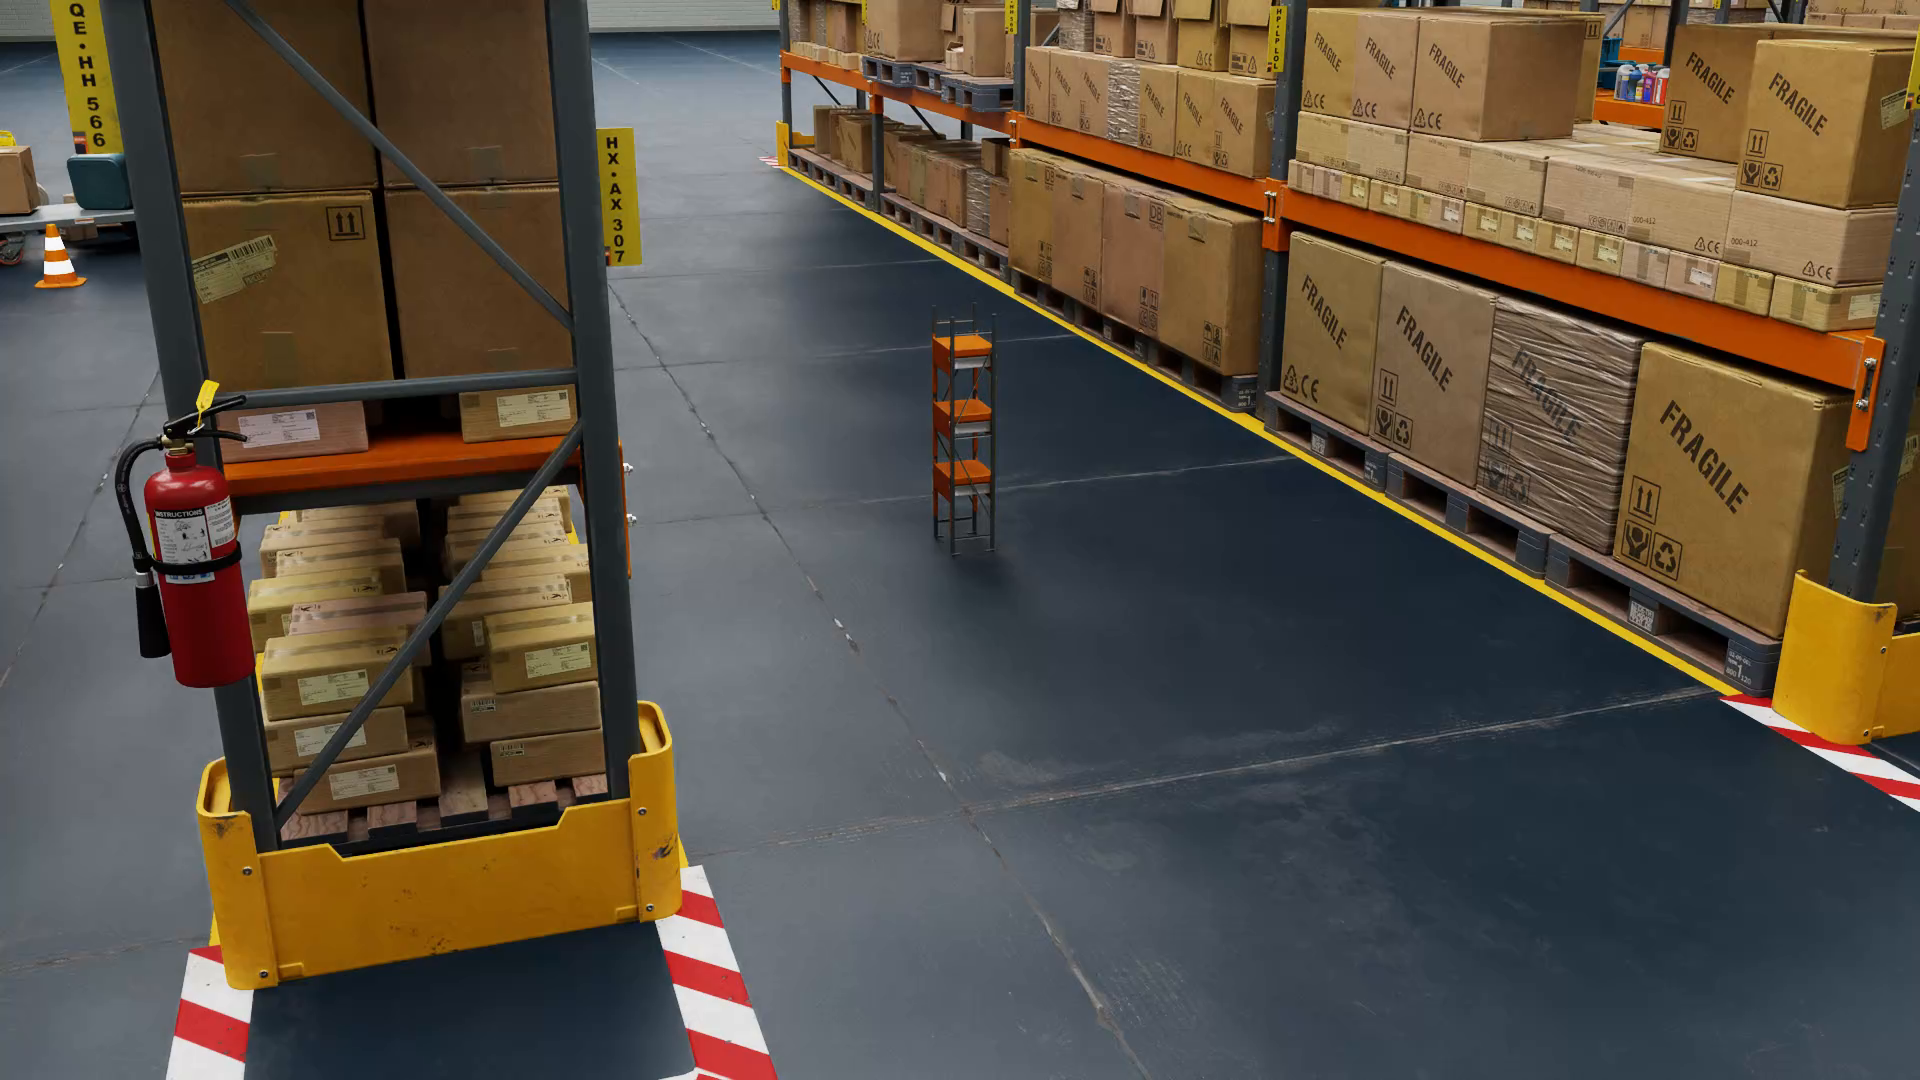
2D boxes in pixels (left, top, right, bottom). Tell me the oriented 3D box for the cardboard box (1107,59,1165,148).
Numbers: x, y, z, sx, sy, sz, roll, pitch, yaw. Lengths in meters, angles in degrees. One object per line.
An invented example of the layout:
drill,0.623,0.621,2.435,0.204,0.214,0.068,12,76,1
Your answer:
cardboard box,1.268,-2.787,10.591,0.500,0.500,0.500,-6,21,-17

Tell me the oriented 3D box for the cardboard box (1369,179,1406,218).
cardboard box,2.174,-1.630,7.889,0.380,0.149,0.250,-7,21,-19

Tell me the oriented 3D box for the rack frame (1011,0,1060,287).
rack frame,0.890,-3.415,12.487,1.000,3.000,0.127,-6,21,-17

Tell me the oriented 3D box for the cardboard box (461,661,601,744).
cardboard box,-1.257,0.455,4.867,0.380,0.149,0.250,-5,20,-15

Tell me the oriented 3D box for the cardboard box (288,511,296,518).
cardboard box,-2.343,-0.071,6.333,0.380,0.149,0.250,-7,21,-18

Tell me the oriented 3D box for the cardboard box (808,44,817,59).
cardboard box,-1.467,-5.424,18.452,0.380,0.149,0.250,-6,21,-17

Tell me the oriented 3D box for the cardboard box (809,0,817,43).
cardboard box,-1.207,-5.842,18.657,0.875,0.500,0.500,-6,21,-17

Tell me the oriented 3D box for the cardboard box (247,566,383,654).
cardboard box,-1.970,0.211,5.106,0.380,0.149,0.250,-7,21,-18

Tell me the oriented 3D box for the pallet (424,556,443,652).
pallet,-1.962,0.279,6.326,1.003,0.211,1.213,-6,21,-17

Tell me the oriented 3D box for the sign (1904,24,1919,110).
sign,2.884,-1.451,4.956,0.100,0.325,0.005,-6,21,-17

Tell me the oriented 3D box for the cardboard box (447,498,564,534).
cardboard box,-1.572,-0.024,5.763,0.380,0.149,0.250,-6,20,-15

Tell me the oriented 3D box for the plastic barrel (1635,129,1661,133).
plastic barrel,5.761,-2.962,13.816,0.600,0.830,0.708,-6,21,-17

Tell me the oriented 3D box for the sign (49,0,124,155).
sign,-1.870,-0.994,3.567,0.100,0.325,0.005,-6,21,-17

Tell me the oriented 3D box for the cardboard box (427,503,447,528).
cardboard box,-1.802,-0.047,6.266,0.380,0.149,0.250,-5,20,-15

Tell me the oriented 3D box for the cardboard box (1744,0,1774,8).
cardboard box,9.137,-6.209,19.159,0.380,0.149,0.250,-6,21,-17

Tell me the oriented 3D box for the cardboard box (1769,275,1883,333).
cardboard box,2.979,-0.809,5.603,0.380,0.149,0.250,-6,21,-16

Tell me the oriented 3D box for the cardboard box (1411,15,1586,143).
cardboard box,2.370,-2.048,7.352,0.500,0.500,0.500,-7,21,-19

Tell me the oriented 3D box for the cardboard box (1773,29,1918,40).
cardboard box,3.352,-1.613,6.143,0.500,0.500,0.500,-7,21,-19

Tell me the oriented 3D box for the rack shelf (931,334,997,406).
rack shelf,0.017,-0.734,7.099,0.215,0.259,0.240,-6,21,-17

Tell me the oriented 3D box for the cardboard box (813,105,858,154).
cardboard box,-1.445,-4.801,19.423,0.500,0.500,0.500,-3,20,-7

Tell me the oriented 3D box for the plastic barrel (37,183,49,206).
plastic barrel,-8.946,-3.215,15.741,0.512,0.421,0.421,8,21,20

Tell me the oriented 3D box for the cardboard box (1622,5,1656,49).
cardboard box,8.566,-6.269,20.284,0.700,0.500,0.500,-6,21,-16

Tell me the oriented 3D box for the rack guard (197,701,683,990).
rack guard,-1.360,0.799,4.453,1.175,0.500,0.348,-6,21,-17

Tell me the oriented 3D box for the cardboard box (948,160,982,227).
cardboard box,0.289,-3.016,14.424,0.700,0.500,0.500,-5,20,-13

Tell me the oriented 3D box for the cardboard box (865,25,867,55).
cardboard box,-0.450,-5.037,16.414,0.875,0.500,0.500,-6,21,-17

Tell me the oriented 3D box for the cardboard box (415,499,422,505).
cardboard box,-2.255,-0.219,6.306,0.380,0.149,0.250,-7,21,-19

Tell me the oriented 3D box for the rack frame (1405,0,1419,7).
rack frame,4.334,-5.225,17.526,1.000,3.000,0.127,-6,21,-17

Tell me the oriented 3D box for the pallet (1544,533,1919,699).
pallet,3.078,0.216,6.502,1.003,0.211,1.213,-6,21,-17

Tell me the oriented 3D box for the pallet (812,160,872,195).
pallet,-1.000,-3.990,18.214,1.003,0.211,1.213,-6,21,-17

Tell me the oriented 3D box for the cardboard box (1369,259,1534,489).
cardboard box,2.561,-0.820,7.784,0.875,0.875,0.875,-6,21,-17

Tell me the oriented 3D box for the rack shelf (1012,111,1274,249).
rack shelf,1.518,-2.435,10.822,1.077,0.370,4.000,-6,21,-17

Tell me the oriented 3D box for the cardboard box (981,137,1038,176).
cardboard box,0.474,-3.180,13.769,0.500,0.250,0.500,-4,20,-11

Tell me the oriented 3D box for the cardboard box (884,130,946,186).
cardboard box,-0.455,-3.853,16.782,0.500,0.500,0.500,-7,21,-19

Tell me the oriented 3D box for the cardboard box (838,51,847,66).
cardboard box,-1.060,-5.025,17.340,0.380,0.149,0.250,-6,21,-17

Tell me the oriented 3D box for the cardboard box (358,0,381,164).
cardboard box,-1.390,-1.344,4.655,0.500,0.500,0.500,-6,21,-16

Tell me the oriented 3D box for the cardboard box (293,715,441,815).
cardboard box,-1.700,0.644,4.782,0.380,0.149,0.250,-6,21,-16

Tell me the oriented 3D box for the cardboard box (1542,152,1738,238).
cardboard box,2.681,-1.371,6.577,0.500,0.250,0.500,-7,21,-19

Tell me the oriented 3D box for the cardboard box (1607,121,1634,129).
cardboard box,8.366,-5.100,20.623,0.500,0.250,0.500,-6,21,-17

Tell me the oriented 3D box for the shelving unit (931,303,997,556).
shelving unit,0.017,-0.477,7.191,0.215,1.050,0.252,-6,21,-17

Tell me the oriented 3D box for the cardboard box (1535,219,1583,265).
cardboard box,2.575,-1.220,6.746,0.380,0.149,0.250,-6,21,-17

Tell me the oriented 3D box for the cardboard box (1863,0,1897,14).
cardboard box,12.649,-7.342,22.502,0.500,0.500,0.500,-7,21,-19

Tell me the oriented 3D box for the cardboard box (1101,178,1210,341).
cardboard box,1.645,-1.819,10.566,1.225,0.875,0.875,-7,21,-19

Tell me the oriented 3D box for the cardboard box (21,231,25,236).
cardboard box,-8.821,-2.959,14.911,0.500,0.500,0.500,8,21,20

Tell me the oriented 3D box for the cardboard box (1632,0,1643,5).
cardboard box,8.351,-6.575,20.176,0.380,0.149,0.250,-6,21,-16

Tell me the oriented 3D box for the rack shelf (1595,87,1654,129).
rack shelf,4.963,-4.245,15.861,1.077,0.370,4.000,-6,21,-17

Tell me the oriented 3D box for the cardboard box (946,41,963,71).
cardboard box,0.109,-4.056,13.849,0.396,0.266,0.258,-7,21,-19

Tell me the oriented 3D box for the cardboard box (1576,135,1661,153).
cardboard box,3.016,-1.595,7.200,0.500,0.250,0.500,-7,21,-18

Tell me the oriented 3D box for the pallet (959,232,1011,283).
pallet,0.645,-2.354,13.657,1.003,0.211,1.213,-6,21,-17

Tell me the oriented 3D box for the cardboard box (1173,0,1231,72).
cardboard box,1.733,-3.076,9.912,0.797,0.503,0.637,-6,21,-17

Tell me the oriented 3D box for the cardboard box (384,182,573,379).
cardboard box,-1.215,-0.714,4.378,0.500,0.500,0.500,-5,20,-15

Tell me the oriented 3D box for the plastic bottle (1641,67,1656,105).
plastic bottle,5.481,-3.603,13.183,0.061,0.283,0.133,-6,21,-17

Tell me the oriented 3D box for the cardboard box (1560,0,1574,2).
cardboard box,7.939,-6.991,21.336,0.380,0.149,0.250,-7,21,-18
